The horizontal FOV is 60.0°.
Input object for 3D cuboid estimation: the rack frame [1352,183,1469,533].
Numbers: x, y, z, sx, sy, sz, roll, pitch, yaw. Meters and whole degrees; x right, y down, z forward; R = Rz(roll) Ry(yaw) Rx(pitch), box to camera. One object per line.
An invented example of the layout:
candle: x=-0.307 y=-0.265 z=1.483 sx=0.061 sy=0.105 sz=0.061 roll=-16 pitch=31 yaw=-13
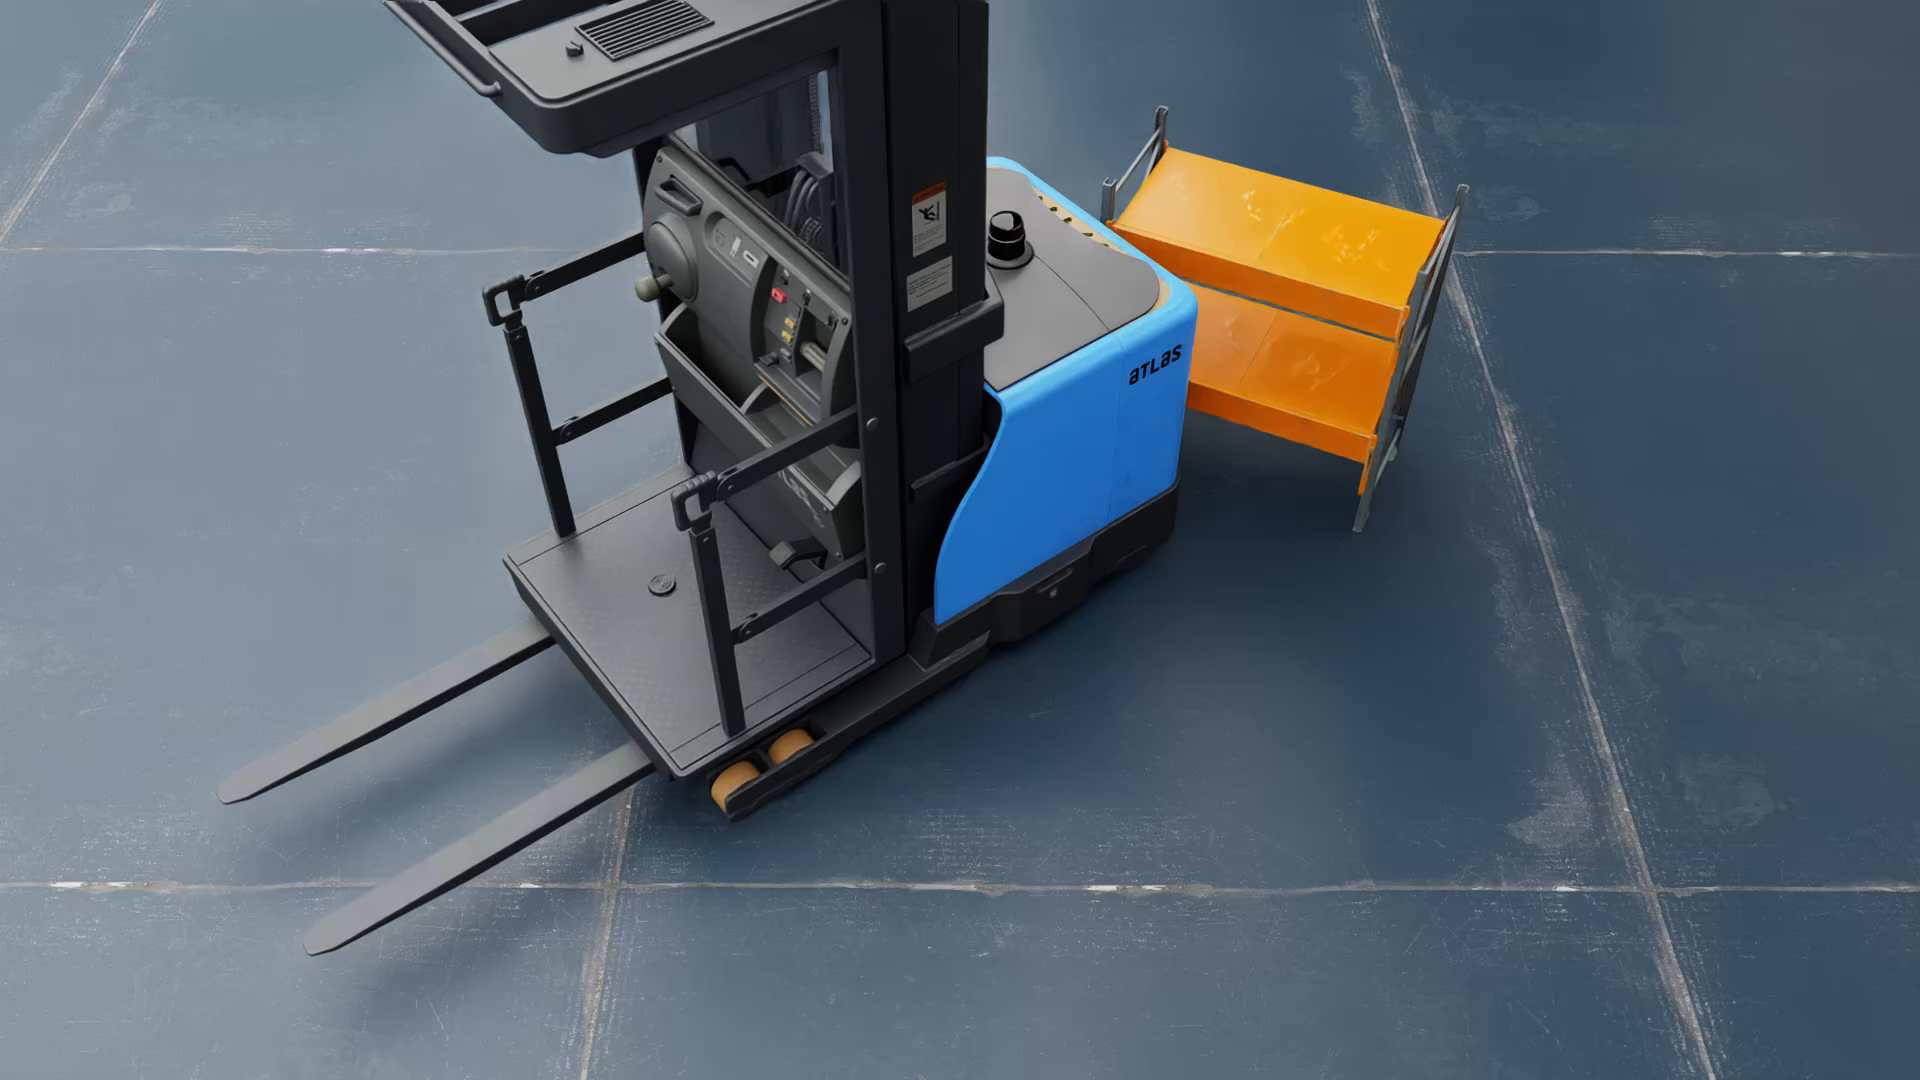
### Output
rack frame: x=1.488 y=-0.576 z=5.518 sx=0.032 sy=1.125 sz=0.500 roll=20 pitch=50 yaw=17

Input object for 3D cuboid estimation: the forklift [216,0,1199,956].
forklift: x=-0.740 y=-0.616 z=4.321 sx=3.031 sy=2.935 sz=1.130 roll=-30 pitch=54 yaw=-25

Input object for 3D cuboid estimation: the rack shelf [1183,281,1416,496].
rack shelf: x=1.031 y=-0.573 z=5.849 sx=1.000 sy=0.278 sz=0.538 roll=20 pitch=50 yaw=17

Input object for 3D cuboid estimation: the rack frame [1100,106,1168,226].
rack frame: x=0.574 y=-0.903 z=5.822 sx=0.032 sy=1.125 sz=0.500 roll=20 pitch=50 yaw=17

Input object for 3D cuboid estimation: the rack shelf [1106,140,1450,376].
rack shelf: x=1.031 y=-0.939 z=5.456 sx=1.000 sy=0.278 sz=0.538 roll=20 pitch=50 yaw=17

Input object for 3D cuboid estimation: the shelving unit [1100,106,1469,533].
shelving unit: x=1.031 y=-0.739 z=5.670 sx=1.048 sy=1.125 sz=0.538 roll=20 pitch=50 yaw=17
